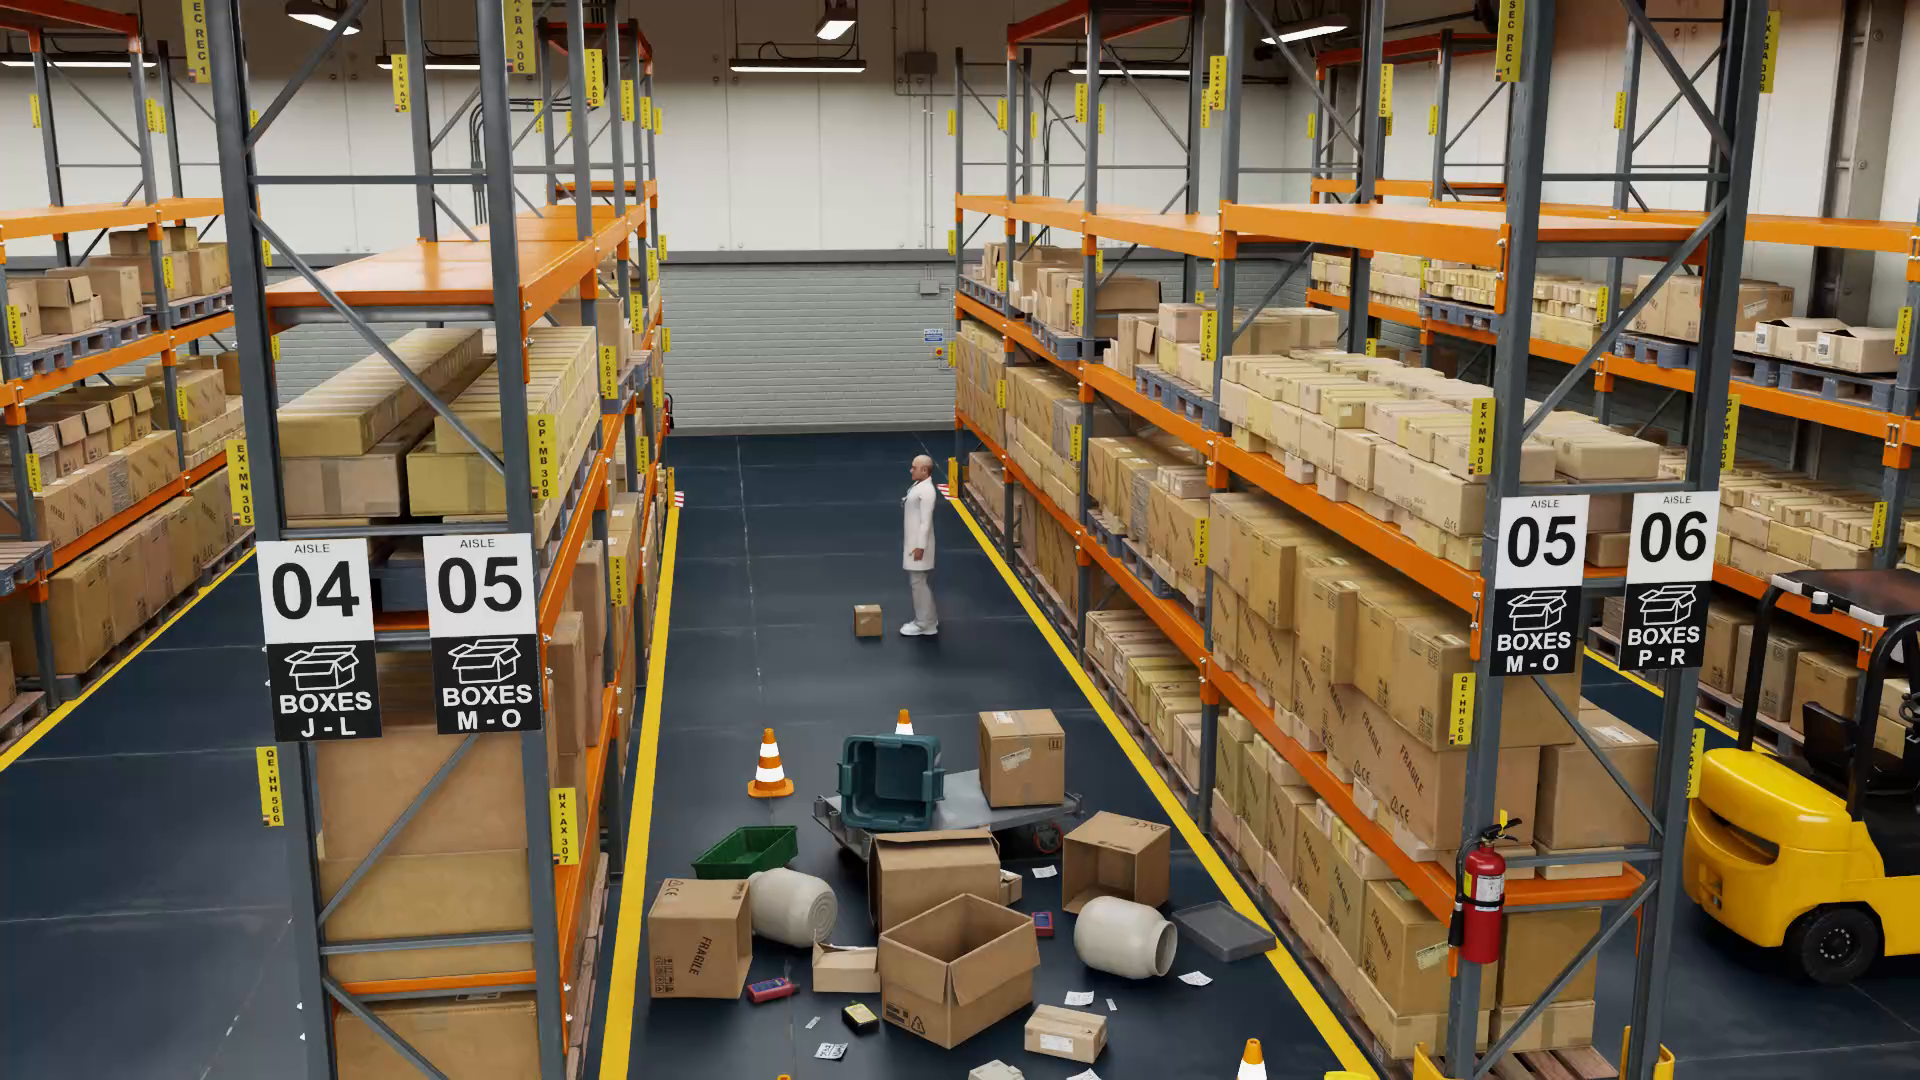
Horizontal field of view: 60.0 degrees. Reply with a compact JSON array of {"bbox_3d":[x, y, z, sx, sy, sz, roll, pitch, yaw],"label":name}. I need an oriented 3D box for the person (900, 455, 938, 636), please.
[{"bbox_3d":[-0.402,0.054,16.329,0.411,1.794,0.562,-2,13,-7],"label":"person"}]
